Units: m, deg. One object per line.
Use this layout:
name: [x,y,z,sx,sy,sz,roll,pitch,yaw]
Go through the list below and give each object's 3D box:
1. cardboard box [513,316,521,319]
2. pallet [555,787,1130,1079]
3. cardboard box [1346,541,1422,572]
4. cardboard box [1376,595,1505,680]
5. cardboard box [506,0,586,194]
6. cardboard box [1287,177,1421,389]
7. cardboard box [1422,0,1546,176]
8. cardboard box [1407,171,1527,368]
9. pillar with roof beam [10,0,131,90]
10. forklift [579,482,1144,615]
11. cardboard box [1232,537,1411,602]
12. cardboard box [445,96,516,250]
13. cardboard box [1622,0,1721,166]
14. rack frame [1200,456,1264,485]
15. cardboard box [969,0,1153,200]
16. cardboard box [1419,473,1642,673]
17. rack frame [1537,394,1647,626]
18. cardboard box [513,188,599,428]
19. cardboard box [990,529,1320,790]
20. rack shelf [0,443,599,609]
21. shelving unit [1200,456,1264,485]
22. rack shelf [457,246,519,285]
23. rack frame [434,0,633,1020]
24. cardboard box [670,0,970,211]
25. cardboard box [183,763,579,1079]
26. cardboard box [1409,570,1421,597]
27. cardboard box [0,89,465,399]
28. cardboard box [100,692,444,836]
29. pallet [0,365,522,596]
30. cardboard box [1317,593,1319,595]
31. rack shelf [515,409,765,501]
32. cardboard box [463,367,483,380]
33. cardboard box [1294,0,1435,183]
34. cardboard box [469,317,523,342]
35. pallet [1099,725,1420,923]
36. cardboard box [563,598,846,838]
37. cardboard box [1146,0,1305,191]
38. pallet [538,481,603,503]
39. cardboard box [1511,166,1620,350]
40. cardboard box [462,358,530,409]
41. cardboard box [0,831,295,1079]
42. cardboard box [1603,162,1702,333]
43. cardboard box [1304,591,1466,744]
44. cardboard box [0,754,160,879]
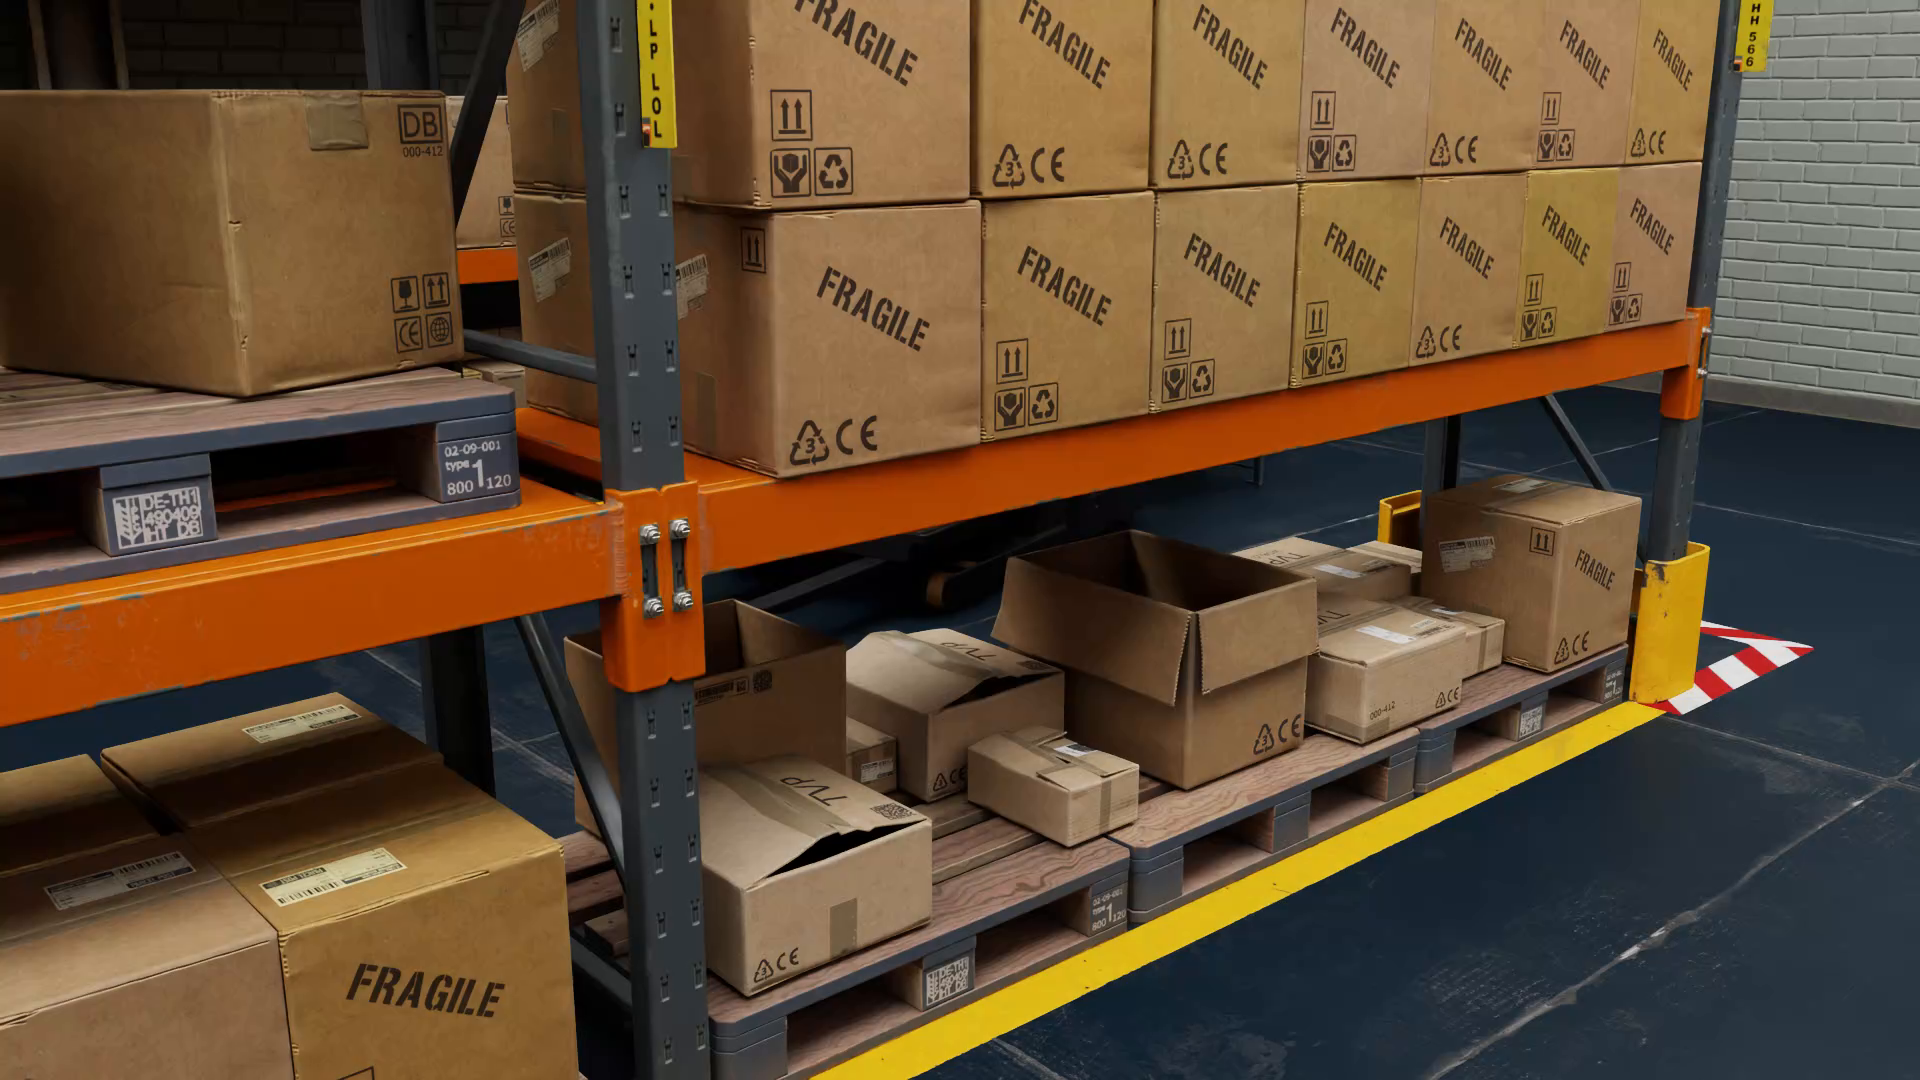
cardboard box: [-2.176,-1.106,8.849,0.250,0.149,0.380,-12,19,-39]
pallet: [-0.350,0.869,4.087,1.213,0.211,1.003,-13,19,-39]
cardboard box: [1.607,0.129,6.125,0.250,0.149,0.380,-13,19,-39]
cardboard box: [1.536,0.308,5.422,0.250,0.166,0.380,-13,19,-39]
cardboard box: [-0.657,-1.029,3.659,0.500,0.500,0.500,-13,19,-39]
cardboard box: [0.840,-0.702,4.370,0.500,0.500,0.500,-13,20,-40]
cardboard box: [1.225,-1.267,4.551,0.500,0.500,0.500,-12,19,-38]
cardboard box: [1.221,-0.787,4.689,0.500,0.500,0.500,-12,19,-39]
pillar with roof beam: [-1.337,-3.673,4.063,0.400,9.000,9.100,-13,19,-39]
forklift: [-0.329,-1.264,6.803,1.130,2.935,3.031,9,18,32]
cardboard box: [1.175,0.198,5.672,0.500,0.250,0.500,-13,19,-39]
cardboard box: [-2.607,-1.807,8.121,0.700,0.700,0.980,-14,20,-42]
cardboard box: [1.994,-1.442,5.204,0.500,0.500,0.500,-13,20,-40]
rack frame: [1.453,-0.891,8.907,0.032,1.125,0.500,-11,19,-36]
cardboard box: [0.060,-1.006,3.571,0.500,0.500,0.500,-13,20,-41]
cardboard box: [1.900,0.096,5.570,0.500,0.500,0.500,-13,19,-39]
rack frame: [2.147,-1.040,5.831,0.053,2.616,0.949,-13,19,-39]
cardboard box: [-0.660,-0.545,3.783,0.500,0.500,0.500,-12,19,-38]
cardboard box: [0.545,0.312,4.753,0.637,0.503,0.797,-13,19,-39]
rack shelf: [-2.377,0.196,2.082,3.809,0.052,0.919,-13,19,-39]
shelving unit: [1.050,-0.811,8.608,1.048,1.125,0.538,-11,19,-36]
rack shelf: [-2.615,-1.317,8.261,4.000,0.370,1.077,-13,19,-39]
rack frame: [-0.871,-0.362,3.294,0.053,2.616,0.949,-13,19,-39]
cardboard box: [-0.329,-0.918,3.244,0.500,0.500,0.500,-12,19,-38]
cardboard box: [-1.053,0.773,3.036,0.500,0.500,0.500,-13,20,-40]
cardboard box: [1.419,0.163,5.964,0.250,0.166,0.380,-13,19,-39]
cardboard box: [-1.373,-0.576,3.087,0.700,0.500,0.500,8,17,28]
cardboard box: [-1.394,0.668,3.429,0.500,0.500,0.500,-14,20,-42]
pallet: [-1.543,-0.155,2.890,1.213,0.211,1.003,-13,19,-39]
cardboard box: [0.798,0.283,5.355,0.500,0.250,0.500,-13,19,-39]
rack shelf: [0.640,-0.447,4.628,3.809,0.124,0.919,-13,19,-39]
cardboard box: [-2.722,-0.598,8.208,0.500,0.500,0.700,-12,19,-38]
cardboard box: [0.837,-1.180,4.225,0.500,0.500,0.500,-12,19,-38]
cardboard box: [-2.367,-1.062,8.688,0.250,0.149,0.380,-12,19,-39]
pallet: [0.571,0.662,4.864,1.213,0.211,1.003,-13,19,-39]
cardboard box: [-0.625,0.482,4.126,0.500,0.500,0.500,-13,19,-39]
cardboard box: [0.448,-1.093,3.897,0.500,0.500,0.500,-13,20,-41]
pallet: [-2.578,-0.300,8.463,1.213,0.211,1.003,-13,19,-39]
cardboard box: [1.601,-0.870,5.002,0.500,0.500,0.500,-12,19,-39]
cardboard box: [-2.325,-0.690,8.551,0.500,0.500,0.700,-13,20,-41]
cardboard box: [-1.431,0.855,2.729,0.500,0.500,0.500,-13,19,-39]
cardboard box: [1.990,-0.959,5.333,0.500,0.500,0.500,-12,19,-38]
cardboard box: [1.164,0.372,5.022,0.500,0.250,0.500,-13,19,-39]
cardboard box: [-1.789,0.760,3.082,0.500,0.500,0.500,-12,19,-39]
